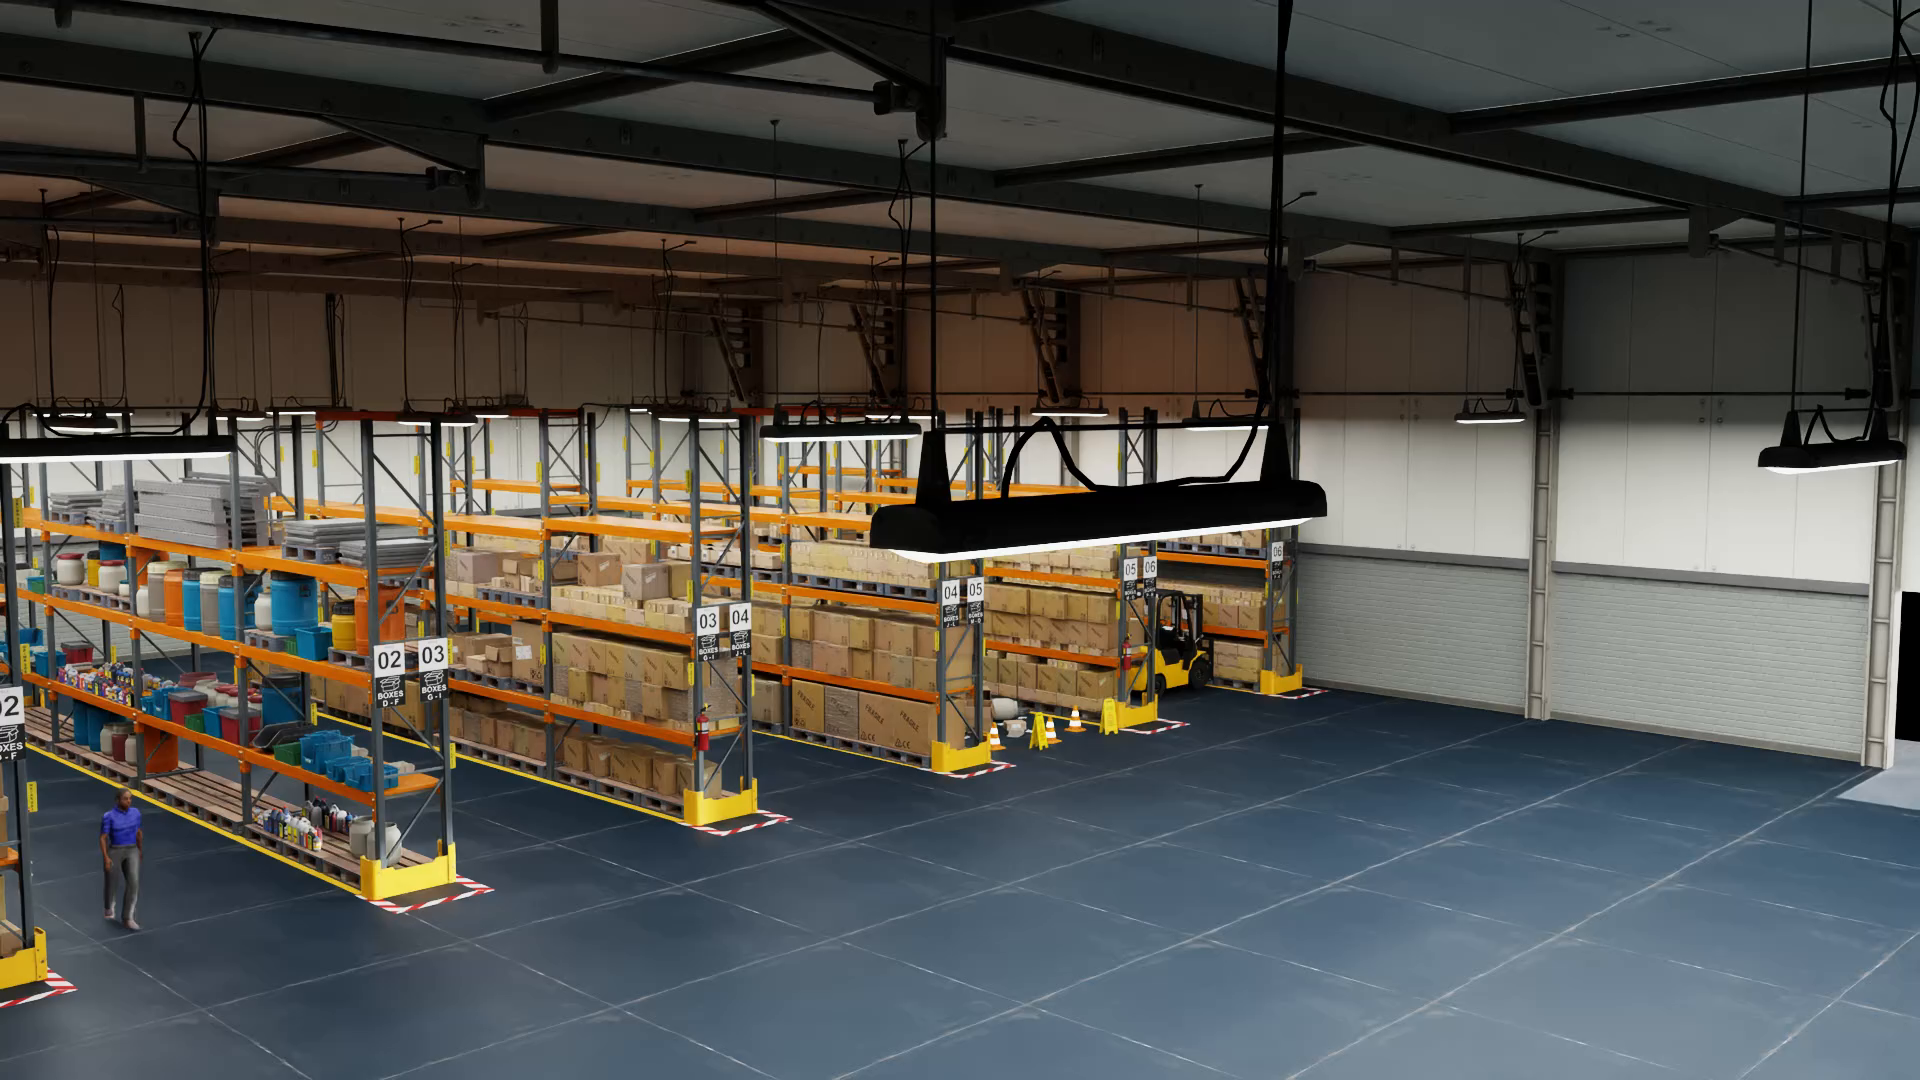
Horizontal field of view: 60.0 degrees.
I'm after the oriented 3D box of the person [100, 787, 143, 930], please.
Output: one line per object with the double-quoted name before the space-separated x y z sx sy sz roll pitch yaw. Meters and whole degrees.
"person" -9.987 3.785 19.841 0.738 1.649 0.535 4 7 41
